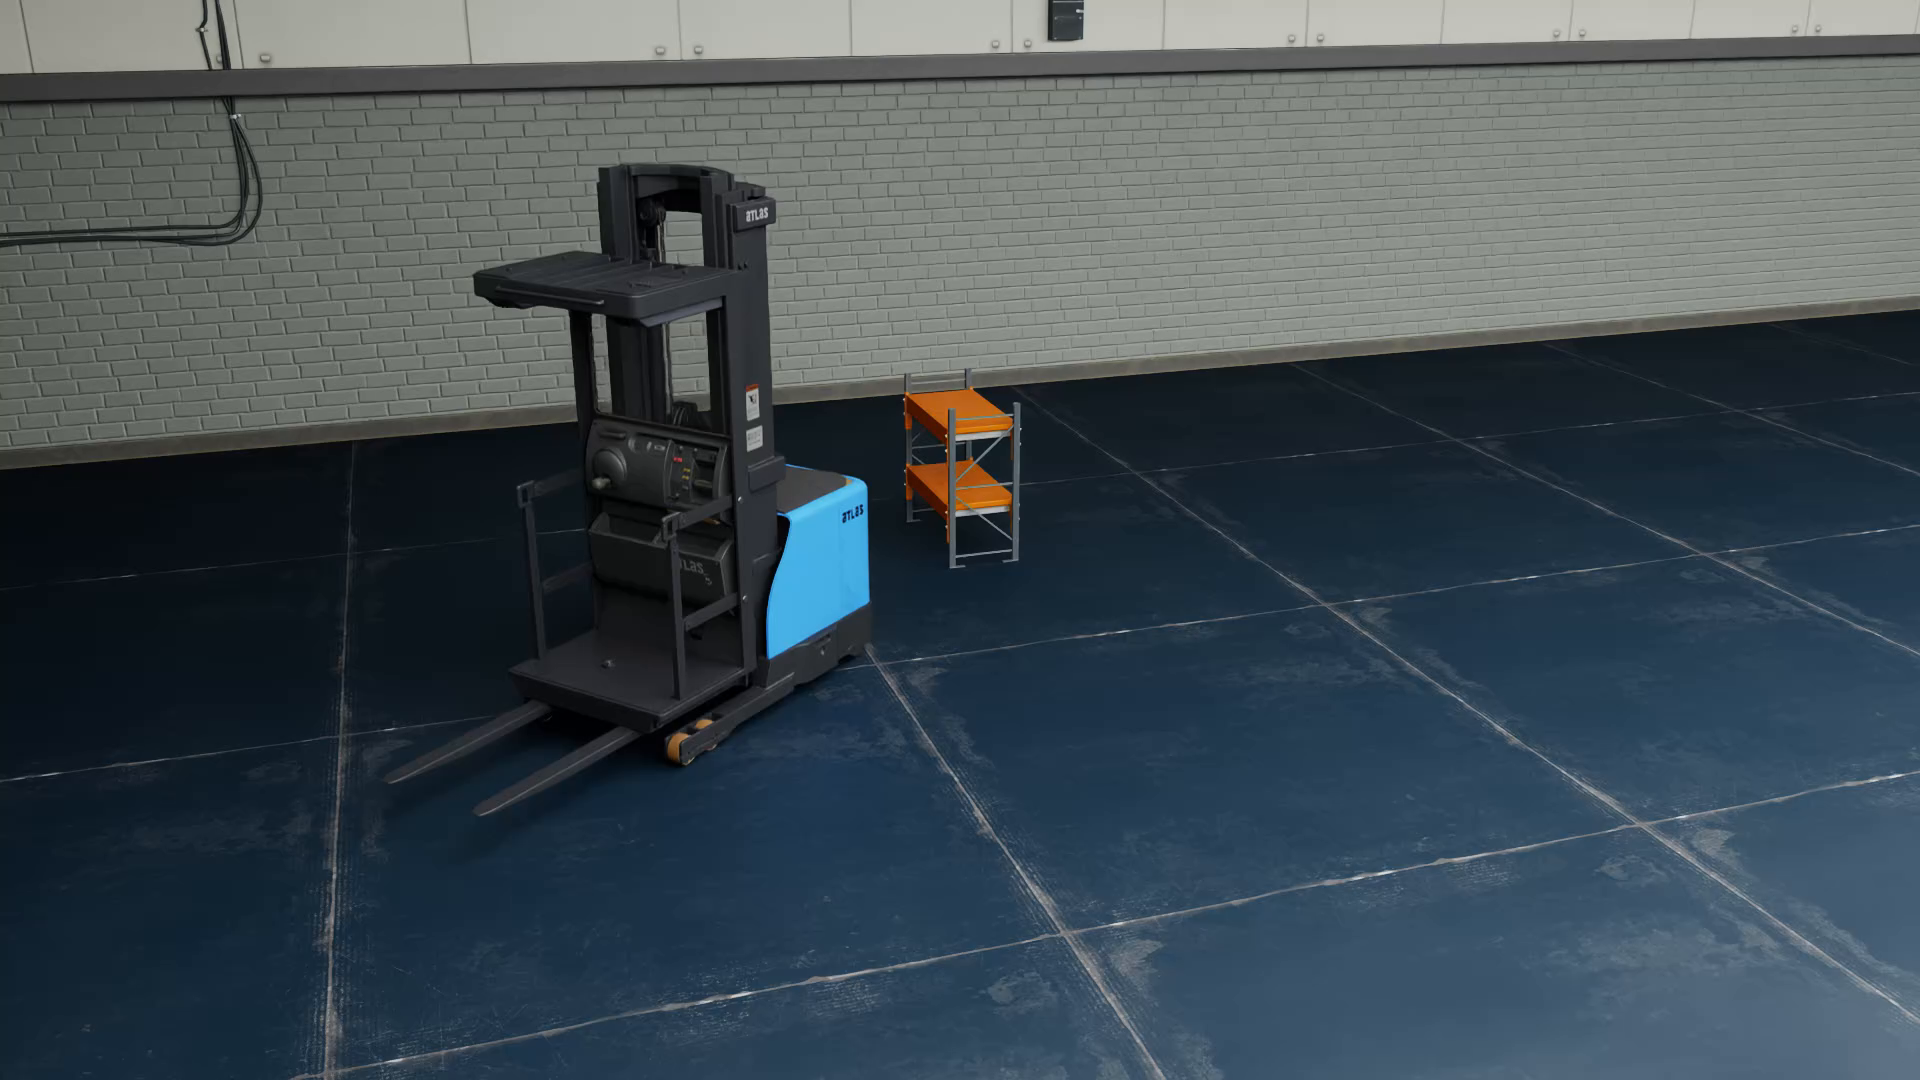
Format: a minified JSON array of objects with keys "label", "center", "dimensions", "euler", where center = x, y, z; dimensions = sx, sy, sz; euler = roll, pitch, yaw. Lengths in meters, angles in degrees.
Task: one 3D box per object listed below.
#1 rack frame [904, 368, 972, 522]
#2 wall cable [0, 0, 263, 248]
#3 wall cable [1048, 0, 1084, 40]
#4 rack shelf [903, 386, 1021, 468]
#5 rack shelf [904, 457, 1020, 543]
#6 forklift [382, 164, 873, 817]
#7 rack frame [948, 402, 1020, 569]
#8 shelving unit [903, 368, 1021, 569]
[{"label":"rack frame","center":[-0.158,-0.690,12.174],"dimensions":[0.500,1.125,0.032],"euler":[-6,21,-17]},{"label":"wall cable","center":[-7.103,-3.412,12.699],"dimensions":[3.097,2.526,0.112],"euler":[-6,21,-17]},{"label":"wall cable","center":[1.914,-7.478,14.393],"dimensions":[2.305,6.003,0.169],"euler":[-6,21,-17]},{"label":"rack shelf","center":[0.002,-0.803,11.621],"dimensions":[0.538,0.278,1.000],"euler":[-6,21,-17]},{"label":"rack shelf","center":[0.002,-0.297,11.803],"dimensions":[0.538,0.278,1.000],"euler":[-6,21,-17]},{"label":"forklift","center":[-1.723,-0.386,8.657],"dimensions":[1.130,2.935,3.031],"euler":[12,23,29]},{"label":"rack frame","center":[0.162,-0.364,11.266],"dimensions":[0.500,1.125,0.032],"euler":[-6,21,-17]},{"label":"shelving unit","center":[0.002,-0.527,11.720],"dimensions":[0.538,1.125,1.048],"euler":[-6,21,-17]}]
